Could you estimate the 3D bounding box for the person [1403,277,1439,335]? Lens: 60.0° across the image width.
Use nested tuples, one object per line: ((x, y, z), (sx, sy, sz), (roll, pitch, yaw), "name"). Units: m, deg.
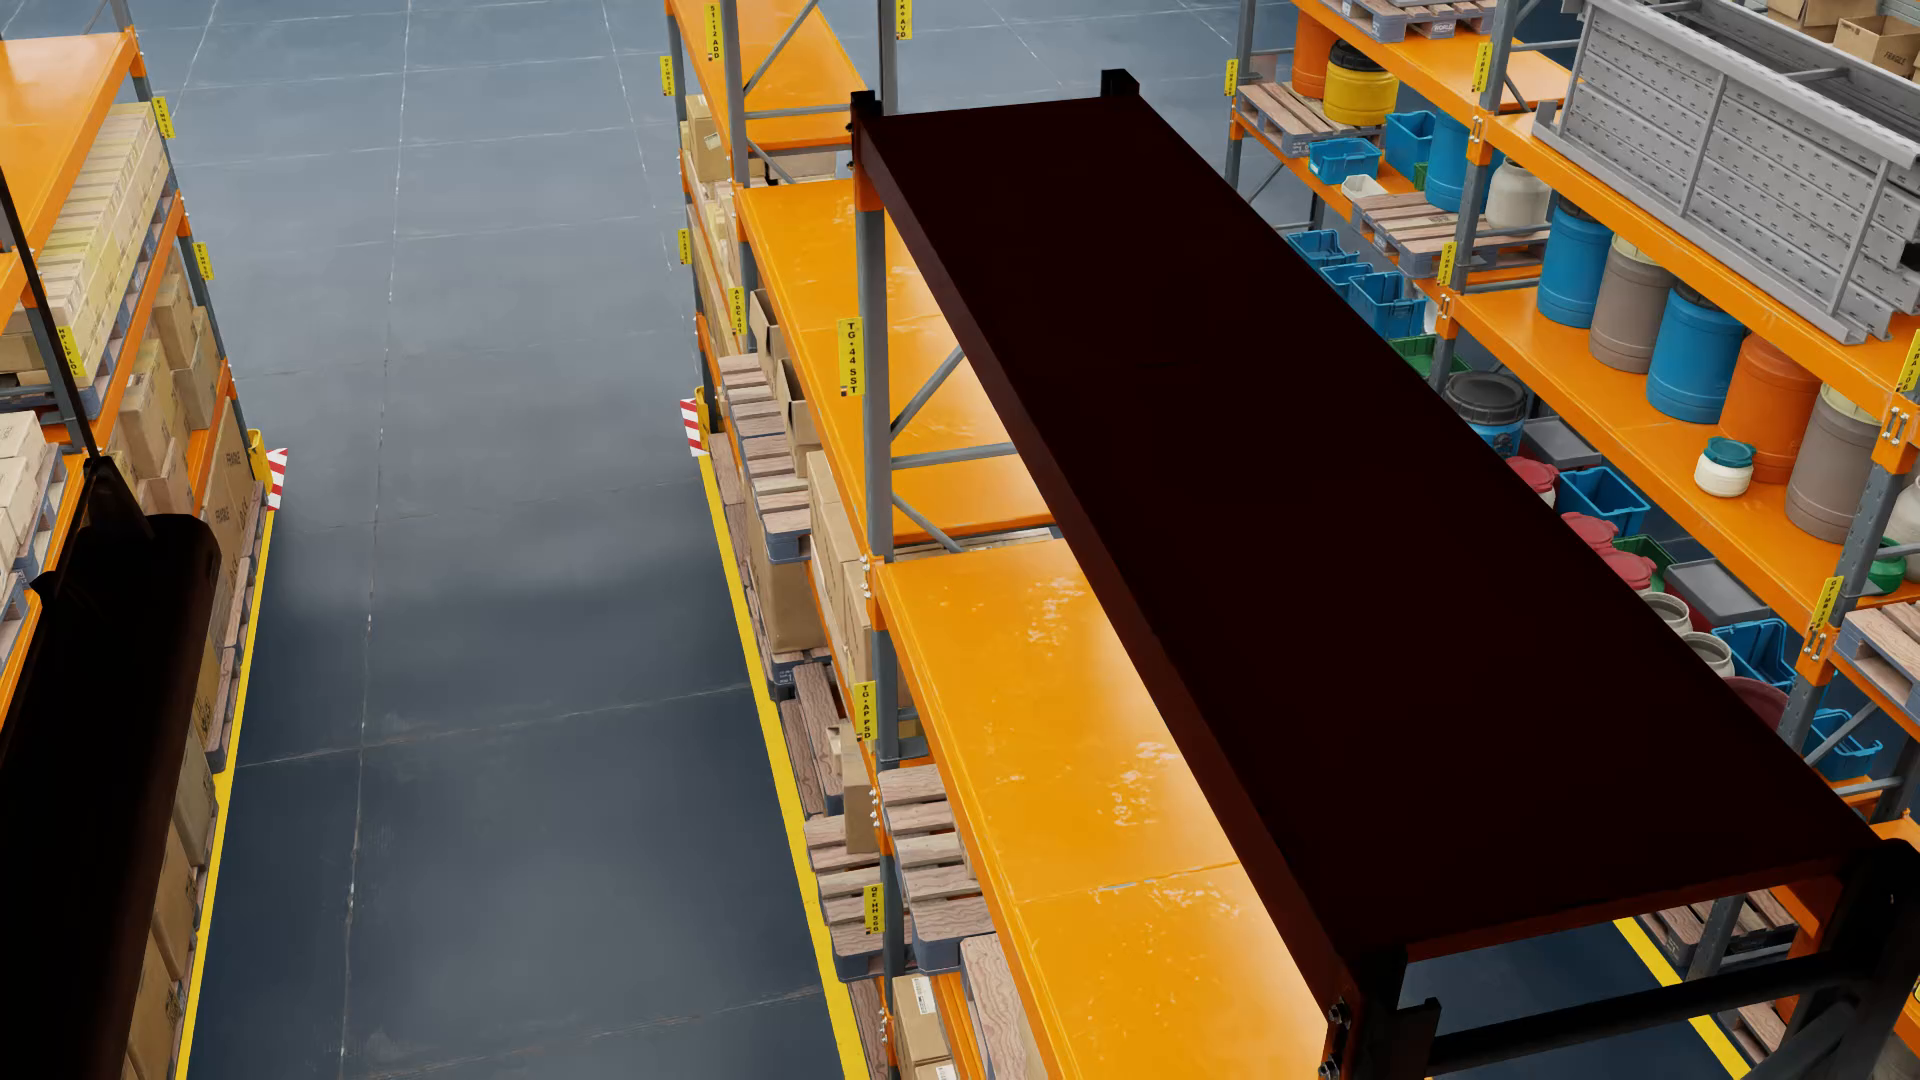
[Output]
((4.594, -2.787, 16.611), (0.859, 1.769, 0.603), (12, 36, 17), "person")
